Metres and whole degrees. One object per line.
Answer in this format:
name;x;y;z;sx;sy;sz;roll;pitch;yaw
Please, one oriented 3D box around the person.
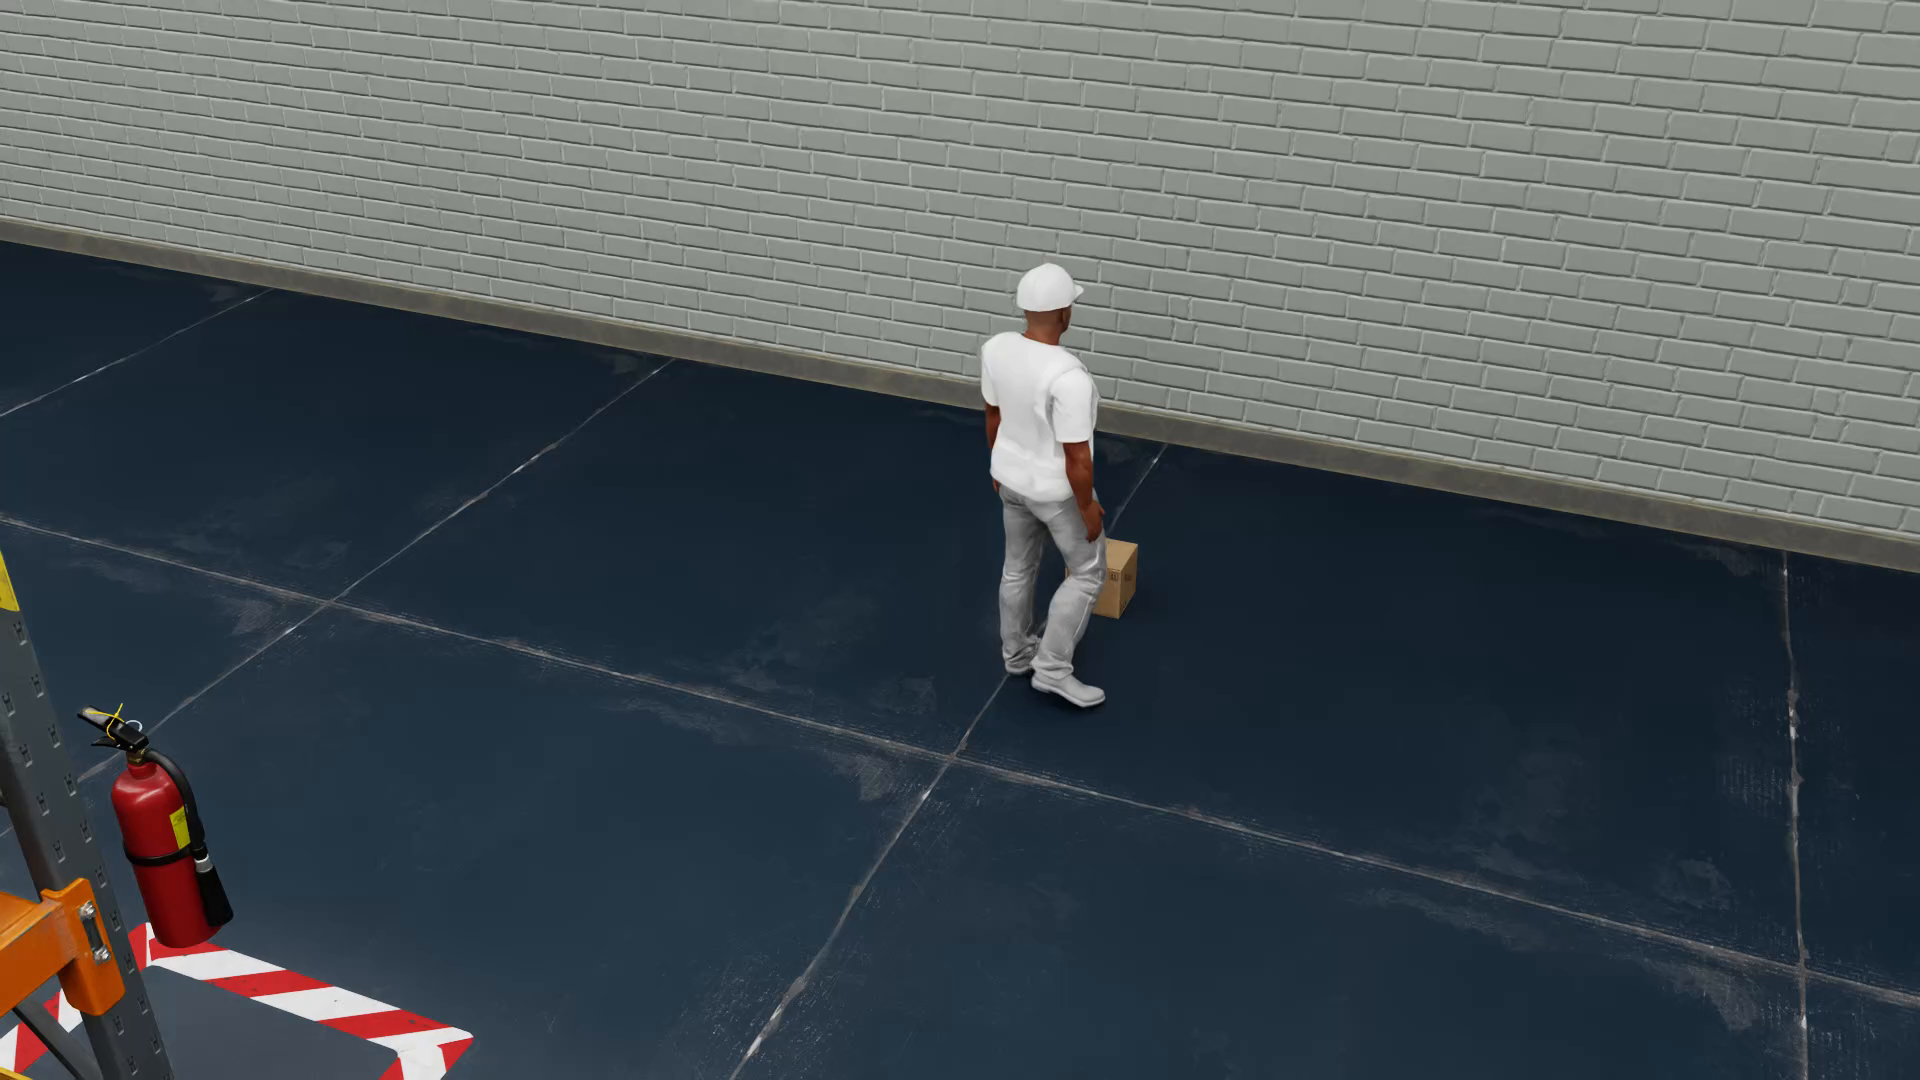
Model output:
person;0.346;-0.217;6.473;0.386;1.761;0.666;-24;37;-36
